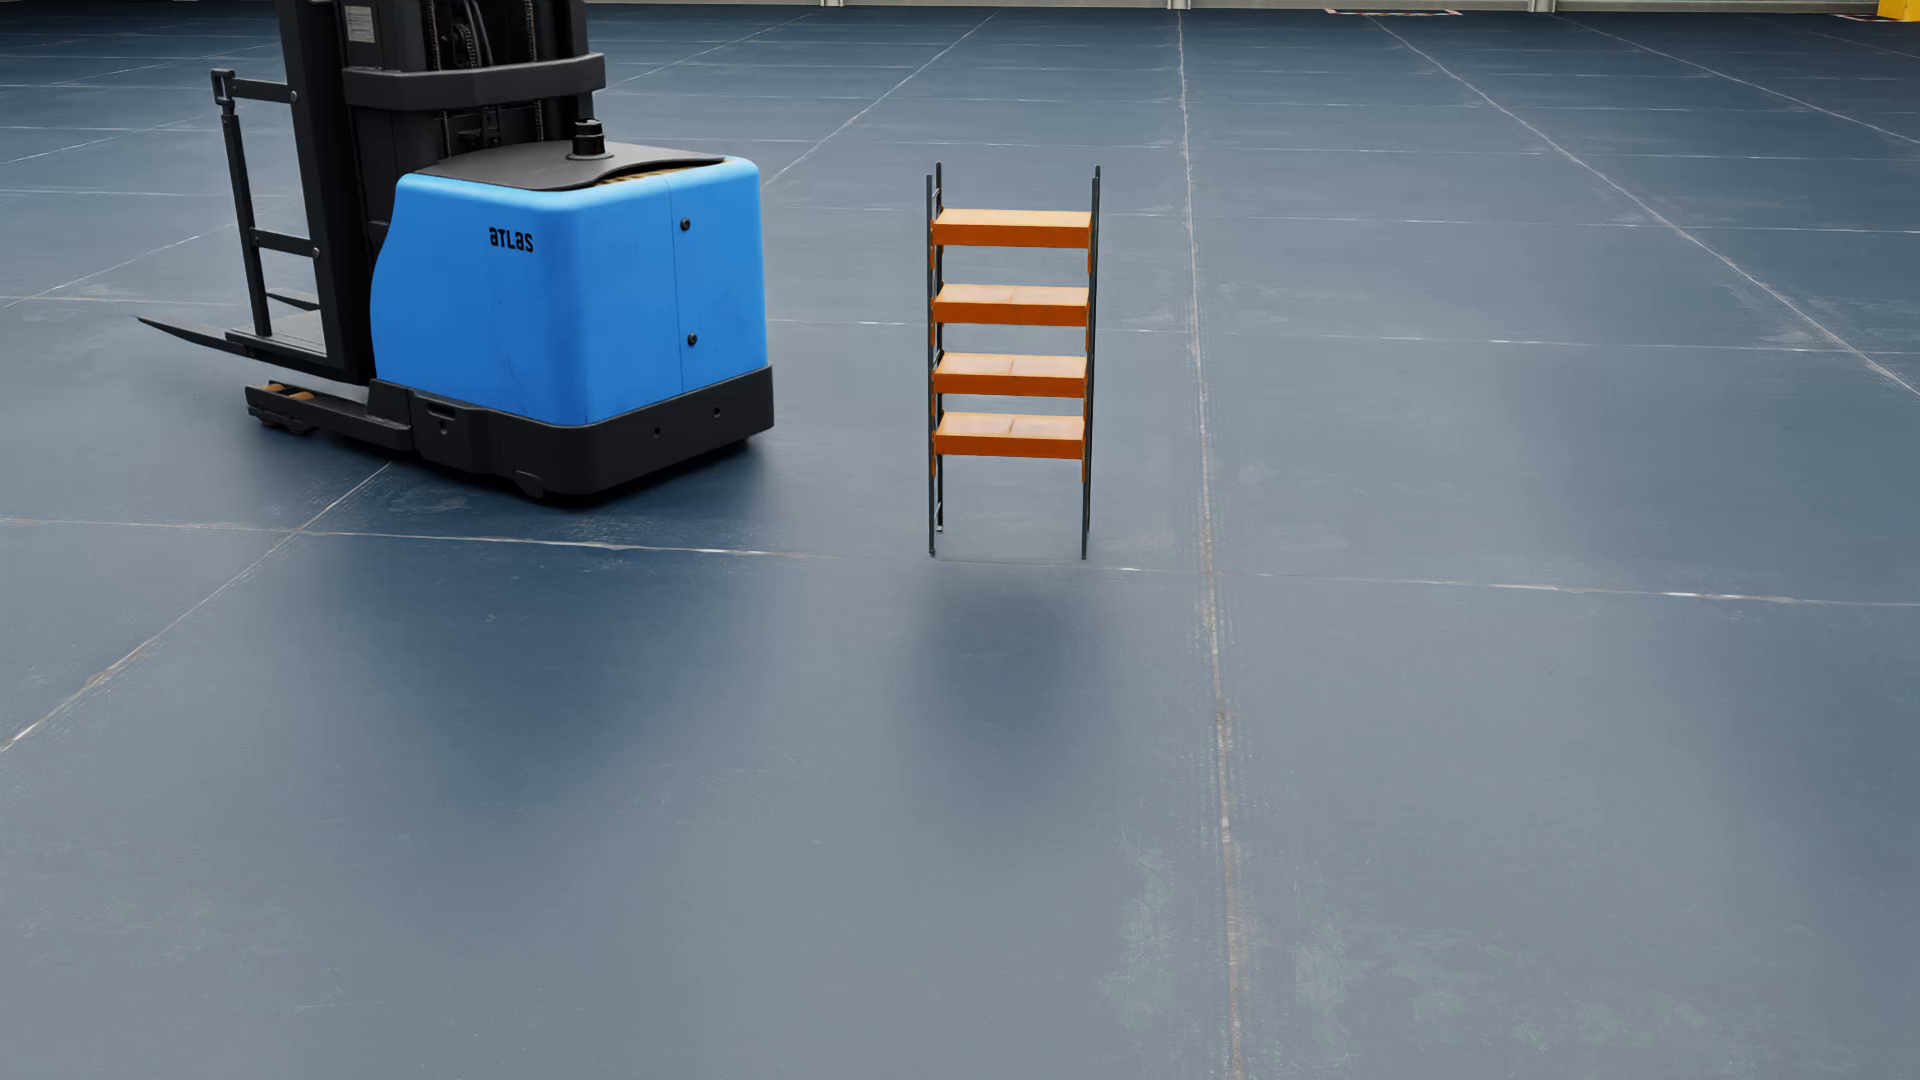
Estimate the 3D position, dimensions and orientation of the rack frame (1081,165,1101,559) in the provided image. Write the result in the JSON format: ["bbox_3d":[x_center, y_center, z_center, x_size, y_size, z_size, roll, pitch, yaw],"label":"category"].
[{"bbox_3d":[0.407,-0.540,5.174,0.015,1.200,0.240,2,22,6],"label":"rack frame"}]

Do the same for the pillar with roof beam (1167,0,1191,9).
[{"bbox_3d":[3.239,-11.706,22.810,0.400,9.000,9.100,2,22,6],"label":"pillar with roof beam"}]

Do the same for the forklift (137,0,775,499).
[{"bbox_3d":[-2.203,-1.914,6.294,3.031,2.935,1.130,15,26,33],"label":"forklift"}]

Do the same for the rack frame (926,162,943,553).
[{"bbox_3d":[-0.078,-0.561,5.228,0.015,1.200,0.240,2,22,6],"label":"rack frame"}]

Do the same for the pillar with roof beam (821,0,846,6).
[{"bbox_3d":[-2.719,-11.966,23.466,0.400,9.000,9.100,2,22,6],"label":"pillar with roof beam"}]

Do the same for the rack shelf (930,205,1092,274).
[{"bbox_3d":[0.164,-0.916,5.057,0.480,0.148,0.258,2,22,6],"label":"rack shelf"}]

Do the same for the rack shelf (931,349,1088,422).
[{"bbox_3d":[0.164,-0.488,5.226,0.480,0.148,0.258,2,22,6],"label":"rack shelf"}]

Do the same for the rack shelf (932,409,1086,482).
[{"bbox_3d":[0.164,-0.304,5.299,0.480,0.148,0.258,2,22,6],"label":"rack shelf"}]

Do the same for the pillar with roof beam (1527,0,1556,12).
[{"bbox_3d":[9.197,-11.446,22.153,0.400,9.000,9.100,2,22,6],"label":"pillar with roof beam"}]

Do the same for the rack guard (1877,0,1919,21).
[{"bbox_3d":[14.941,-8.517,26.304,0.348,0.500,1.175,2,22,6],"label":"rack guard"}]

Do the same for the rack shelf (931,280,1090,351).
[{"bbox_3d":[0.164,-0.696,5.144,0.480,0.148,0.258,2,22,6],"label":"rack shelf"}]

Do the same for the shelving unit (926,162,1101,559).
[{"bbox_3d":[0.164,-0.551,5.201,0.503,1.200,0.258,2,22,6],"label":"shelving unit"}]
